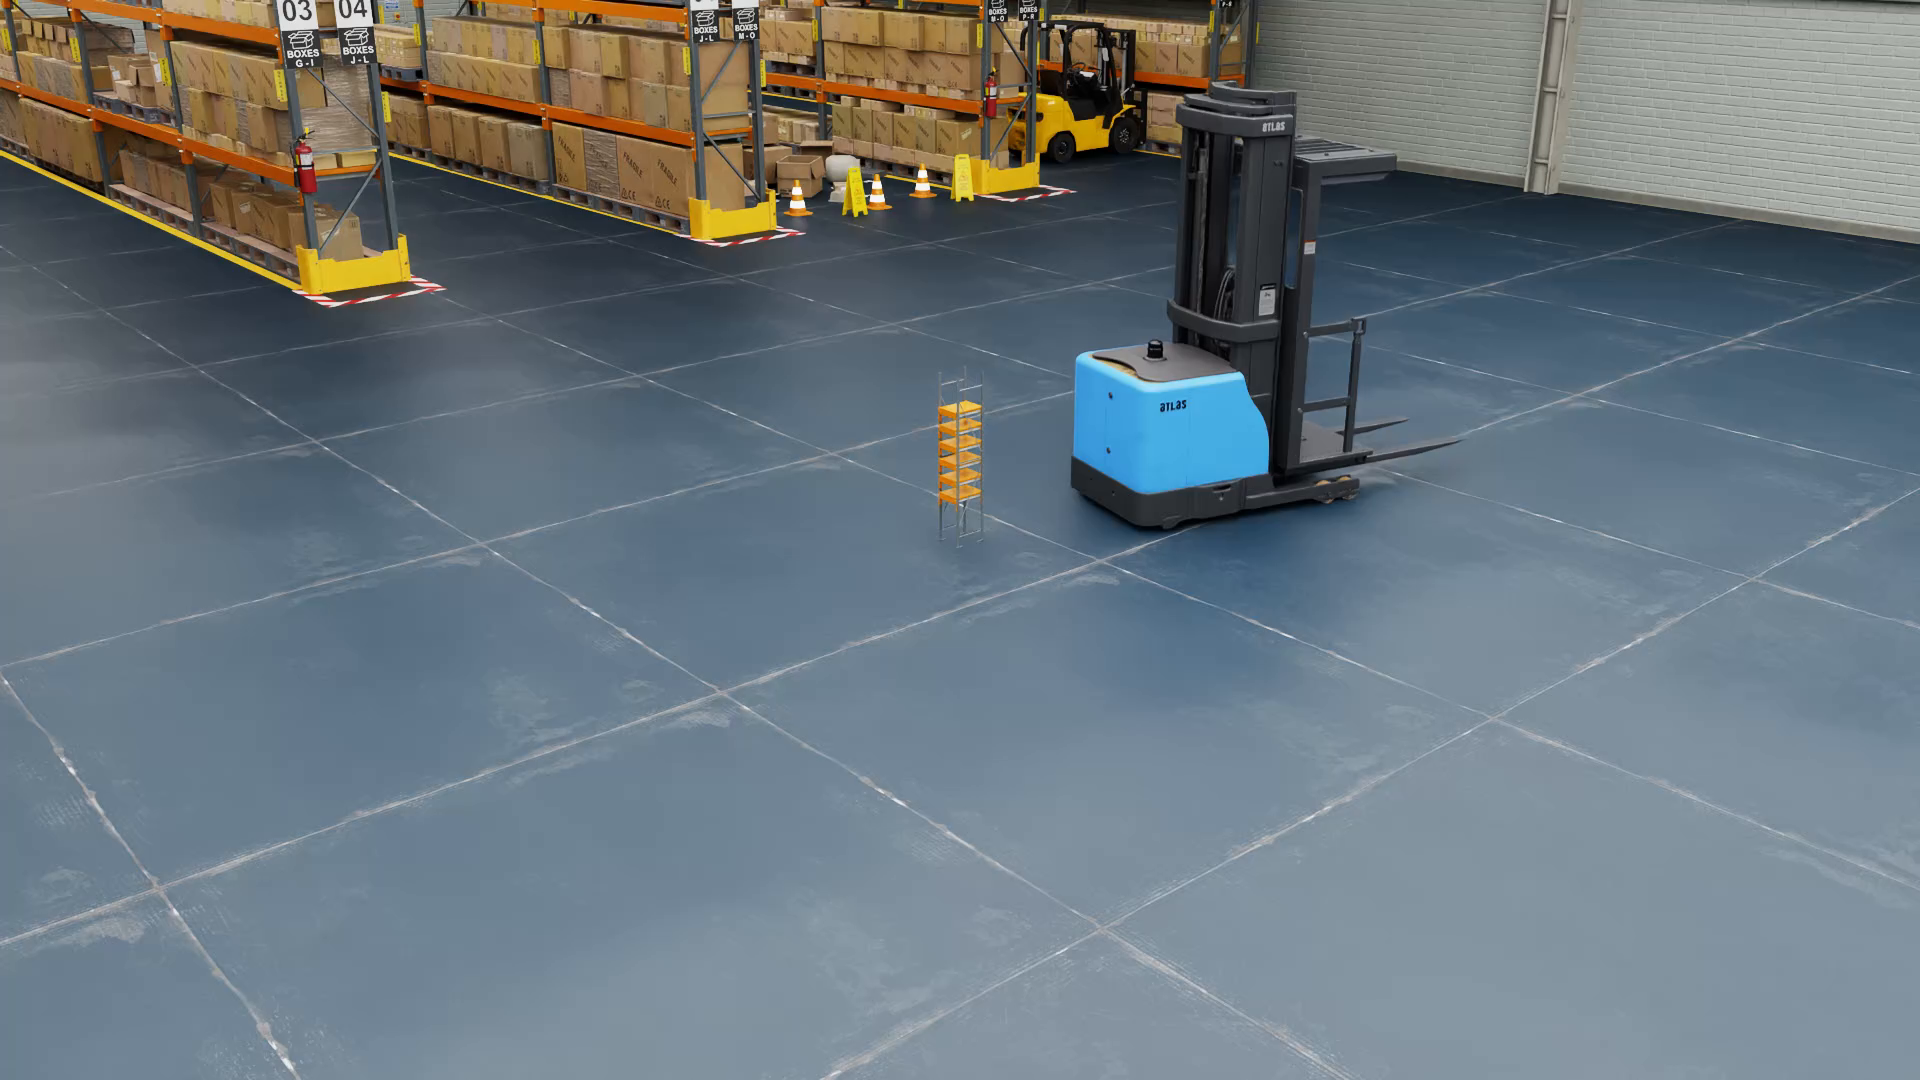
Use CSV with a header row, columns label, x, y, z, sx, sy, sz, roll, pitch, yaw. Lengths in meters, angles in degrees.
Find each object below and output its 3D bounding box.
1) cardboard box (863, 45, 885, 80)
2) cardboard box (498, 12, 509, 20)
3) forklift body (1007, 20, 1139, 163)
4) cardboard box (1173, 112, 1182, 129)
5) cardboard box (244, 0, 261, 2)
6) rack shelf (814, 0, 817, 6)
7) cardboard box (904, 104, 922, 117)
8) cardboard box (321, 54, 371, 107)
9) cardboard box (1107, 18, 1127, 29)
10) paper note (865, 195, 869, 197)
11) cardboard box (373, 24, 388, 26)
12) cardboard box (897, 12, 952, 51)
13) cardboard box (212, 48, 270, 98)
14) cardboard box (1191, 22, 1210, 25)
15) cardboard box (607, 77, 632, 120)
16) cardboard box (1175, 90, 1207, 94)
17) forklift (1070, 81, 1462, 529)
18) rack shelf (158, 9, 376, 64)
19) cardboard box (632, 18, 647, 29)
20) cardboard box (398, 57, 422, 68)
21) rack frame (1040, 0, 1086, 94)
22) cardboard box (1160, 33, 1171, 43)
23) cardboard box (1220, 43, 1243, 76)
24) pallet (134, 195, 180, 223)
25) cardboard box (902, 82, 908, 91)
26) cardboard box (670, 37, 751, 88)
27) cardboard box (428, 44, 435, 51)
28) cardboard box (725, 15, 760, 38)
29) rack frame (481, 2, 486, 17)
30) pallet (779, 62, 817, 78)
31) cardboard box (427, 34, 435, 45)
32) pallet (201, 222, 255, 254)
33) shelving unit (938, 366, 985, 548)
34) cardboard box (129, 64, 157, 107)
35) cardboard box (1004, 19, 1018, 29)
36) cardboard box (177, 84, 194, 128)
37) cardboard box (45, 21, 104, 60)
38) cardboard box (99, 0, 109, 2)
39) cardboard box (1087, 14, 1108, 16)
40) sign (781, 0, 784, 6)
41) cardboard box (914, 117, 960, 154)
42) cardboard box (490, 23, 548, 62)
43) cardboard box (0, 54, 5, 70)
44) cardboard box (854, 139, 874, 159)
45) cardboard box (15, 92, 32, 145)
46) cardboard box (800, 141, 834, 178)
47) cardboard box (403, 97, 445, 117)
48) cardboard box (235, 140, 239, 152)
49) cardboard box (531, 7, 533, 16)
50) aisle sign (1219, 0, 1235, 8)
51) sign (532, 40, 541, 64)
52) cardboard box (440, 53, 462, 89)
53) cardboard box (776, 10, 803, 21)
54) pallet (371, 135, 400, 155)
label,x,y,z,sx,sy,sz,roll,pitch,yaw
cardboard box,-1.155,-7.458,25.867,0.500,0.500,0.500,-18,28,-38
cardboard box,-9.281,-10.763,34.715,0.500,0.500,0.500,-18,28,-38
forklift body,1.854,-7.508,27.703,2.313,2.155,1.214,-17,27,-37
cardboard box,3.920,-7.021,27.806,0.500,0.250,0.500,-18,28,-38
cardboard box,-7.552,-5.936,18.071,0.380,0.149,0.250,-19,28,-40
rack shelf,-3.200,-9.350,28.116,1.077,0.370,4.000,-17,27,-37
cardboard box,-0.627,-6.585,25.460,0.380,0.149,0.250,-16,27,-35
cardboard box,-6.944,-5.139,18.575,0.500,0.500,0.500,-17,27,-37
cardboard box,2.747,-8.910,28.684,0.380,0.149,0.250,-18,27,-38
paper note,-1.409,-5.035,24.298,0.142,0.019,0.148,12,24,27
cardboard box,-10.215,-8.957,29.192,0.380,0.149,0.250,-18,28,-39
cardboard box,-0.518,-7.628,24.931,0.700,0.500,0.500,-18,28,-38
cardboard box,-8.313,-5.431,19.320,0.500,0.500,0.500,-17,27,-37
cardboard box,4.088,-8.594,27.878,0.380,0.149,0.250,-17,27,-36
cardboard box,-4.268,-6.054,22.621,0.875,0.550,0.500,-17,27,-37
cardboard box,3.975,-7.509,28.366,0.500,0.250,0.500,-17,27,-37
forklift,2.372,-1.793,12.043,3.031,2.935,1.130,-10,24,-24
rack shelf,-8.097,-5.886,19.271,1.077,0.370,4.000,-17,27,-37
cardboard box,-5.702,-9.712,30.659,0.500,0.500,0.500,-17,27,-37
cardboard box,-8.860,-7.740,26.901,0.380,0.149,0.250,-17,27,-37
rack frame,1.863,-8.918,30.141,1.000,3.000,0.127,-17,27,-37
cardboard box,3.570,-8.412,27.821,0.380,0.149,0.250,-18,27,-38
cardboard box,4.361,-8.063,27.819,0.500,0.500,0.500,-16,27,-36
pallet,-10.712,-4.630,23.016,1.003,0.211,1.213,-17,27,-37
cardboard box,-0.673,-6.993,25.569,0.380,0.149,0.250,-17,27,-37
cardboard box,-3.181,-6.109,21.281,0.875,0.550,0.550,-17,27,-37
cardboard box,-8.532,-8.107,27.431,0.380,0.149,0.250,-16,26,-35
cardboard box,-3.690,-8.754,28.602,0.500,0.500,0.500,-17,27,-37
rack frame,-9.728,-11.051,35.586,1.000,3.000,0.127,-17,27,-37
pallet,-2.283,-7.892,27.784,1.003,0.211,1.213,-17,27,-37
cardboard box,-8.522,-8.237,27.355,0.380,0.149,0.250,-18,28,-39
pallet,-8.937,-3.901,21.154,1.003,0.211,1.213,-17,27,-37
shelving unit,0.009,-0.555,11.255,0.258,1.200,0.189,-17,27,-37
cardboard box,-10.604,-6.077,22.169,0.797,0.503,0.637,-14,26,-32
cardboard box,0.898,-9.497,30.591,0.380,0.149,0.250,-19,28,-39
cardboard box,-9.155,-5.422,20.671,0.875,0.500,0.500,-17,27,-37
cardboard box,-13.344,-7.566,25.174,0.797,0.503,0.637,-16,27,-36
cardboard box,-11.222,-7.336,22.195,0.500,0.250,0.500,-17,27,-36
cardboard box,2.433,-9.310,29.706,0.380,0.149,0.250,-18,28,-39
sign,-3.765,-11.400,35.291,0.100,0.325,0.005,-17,27,-37
cardboard box,-0.347,-6.198,25.360,0.500,0.500,0.500,-16,27,-36
cardboard box,-6.574,-7.459,24.906,0.700,0.500,0.500,-17,27,-37
cardboard box,-15.451,-7.857,27.230,0.500,0.250,0.500,-16,27,-36
cardboard box,-1.357,-6.279,26.596,0.500,0.250,0.500,-16,26,-34
cardboard box,-14.994,-6.994,27.566,0.875,0.875,0.875,-17,27,-37
cardboard box,-2.226,-5.953,25.994,0.500,0.500,0.500,0,21,-1
cardboard box,-8.835,-7.142,27.429,0.500,0.250,0.500,-18,28,-39
cardboard box,-8.303,-4.659,19.611,0.380,0.149,0.250,-17,27,-37
cardboard box,-8.298,-10.803,33.445,0.500,0.500,0.500,-17,27,-37
aisle sign,4.295,-8.936,26.620,0.394,0.787,0.004,-17,27,-37
sign,-5.983,-6.900,23.508,0.100,0.325,0.005,-17,27,-37
cardboard box,-7.767,-7.353,26.007,0.500,0.500,0.500,-18,28,-38
cardboard box,-2.827,-8.679,27.520,0.380,0.149,0.250,-18,28,-39
pallet,-9.491,-6.889,28.784,1.003,0.211,1.213,-17,27,-37
